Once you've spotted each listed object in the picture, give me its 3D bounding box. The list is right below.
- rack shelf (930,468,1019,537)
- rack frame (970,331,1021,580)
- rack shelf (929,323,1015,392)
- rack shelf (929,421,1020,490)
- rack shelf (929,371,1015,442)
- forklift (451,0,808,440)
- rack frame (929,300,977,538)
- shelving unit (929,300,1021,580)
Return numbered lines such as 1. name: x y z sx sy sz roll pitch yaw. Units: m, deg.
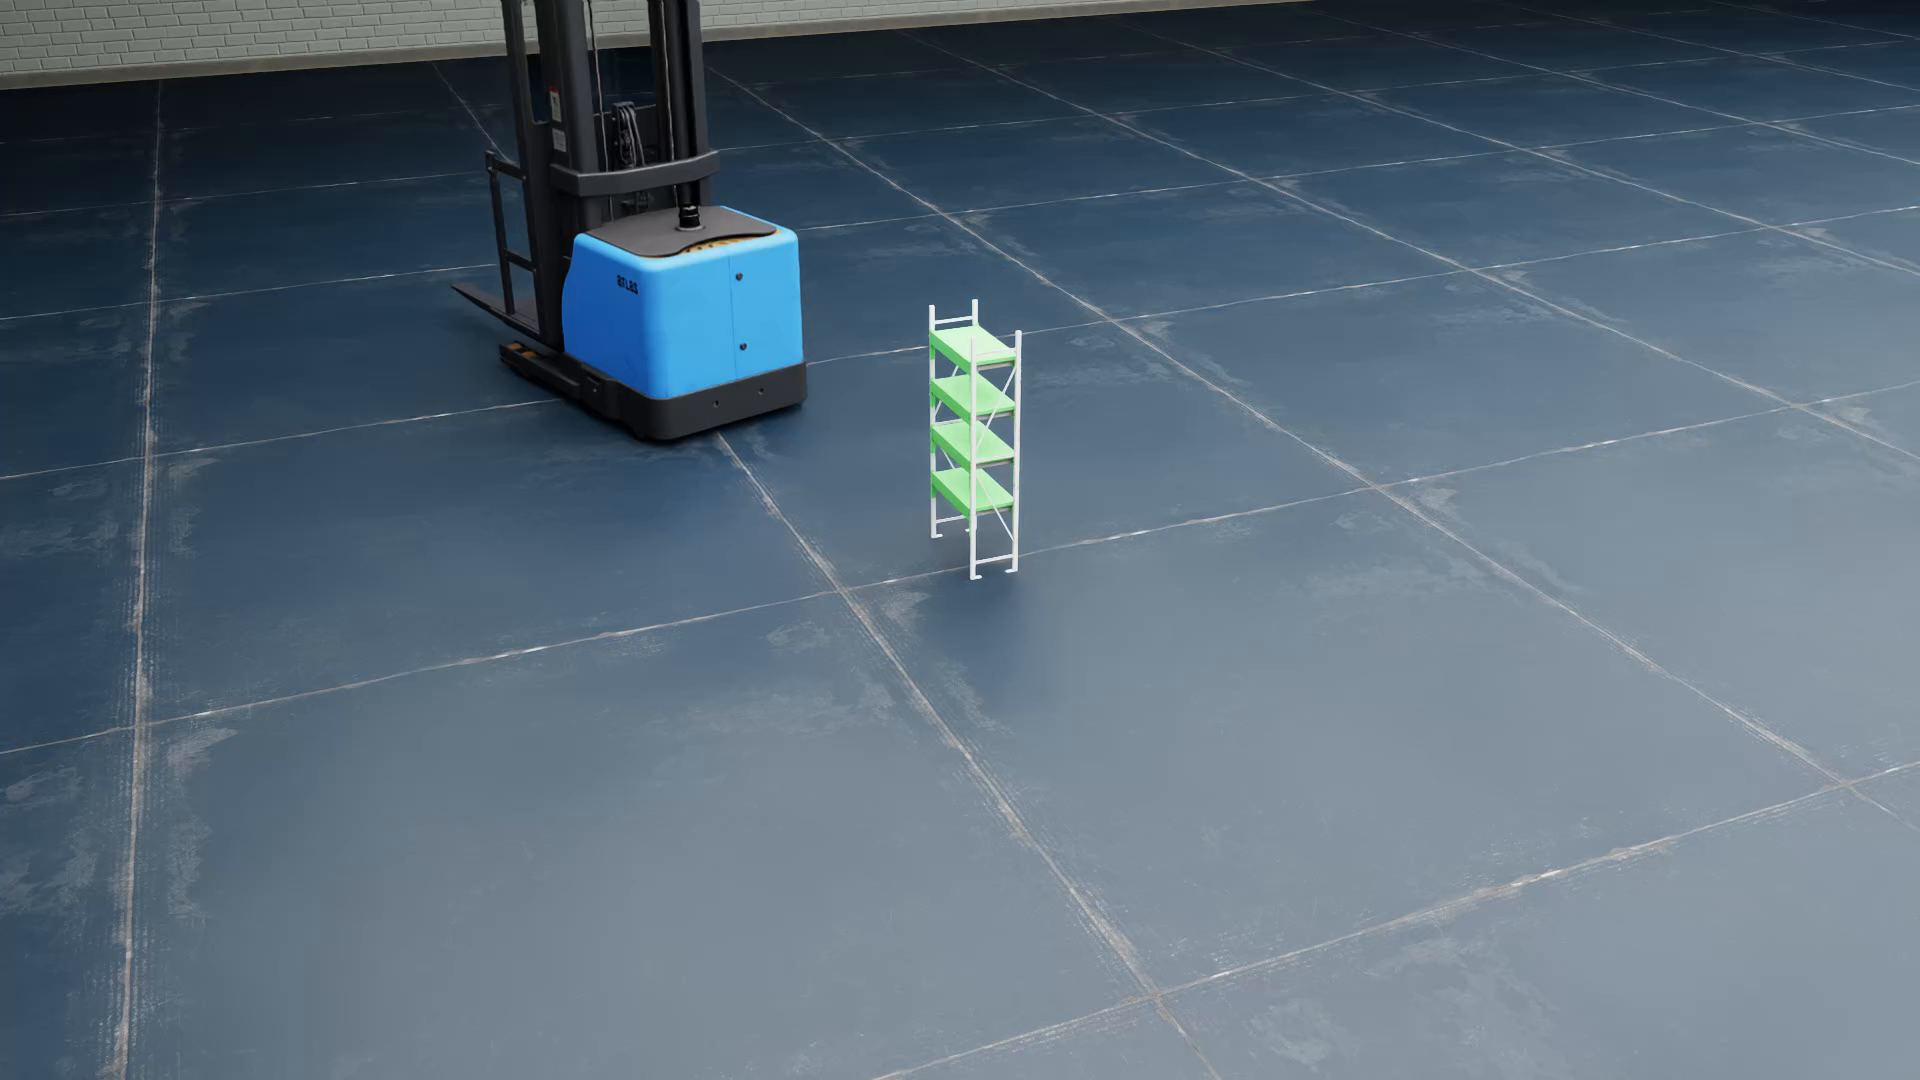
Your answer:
1. rack shelf: 0.065 -0.199 7.983 0.258 0.148 0.480 -11 28 -21
2. rack frame: 0.160 -0.374 7.648 0.240 1.200 0.015 -11 28 -21
3. rack shelf: 0.065 -0.846 7.667 0.258 0.148 0.480 -11 28 -21
4. rack shelf: 0.065 -0.415 7.878 0.258 0.148 0.480 -11 28 -21
5. rack shelf: 0.065 -0.631 7.773 0.258 0.148 0.480 -11 28 -21
6. forklift: -2.233 -2.445 9.917 1.130 2.935 3.031 -20 33 -35
7. rack frame: -0.031 -0.571 8.052 0.240 1.200 0.015 -11 28 -21
8. shelving unit: 0.065 -0.472 7.850 0.258 1.200 0.503 -11 28 -21
